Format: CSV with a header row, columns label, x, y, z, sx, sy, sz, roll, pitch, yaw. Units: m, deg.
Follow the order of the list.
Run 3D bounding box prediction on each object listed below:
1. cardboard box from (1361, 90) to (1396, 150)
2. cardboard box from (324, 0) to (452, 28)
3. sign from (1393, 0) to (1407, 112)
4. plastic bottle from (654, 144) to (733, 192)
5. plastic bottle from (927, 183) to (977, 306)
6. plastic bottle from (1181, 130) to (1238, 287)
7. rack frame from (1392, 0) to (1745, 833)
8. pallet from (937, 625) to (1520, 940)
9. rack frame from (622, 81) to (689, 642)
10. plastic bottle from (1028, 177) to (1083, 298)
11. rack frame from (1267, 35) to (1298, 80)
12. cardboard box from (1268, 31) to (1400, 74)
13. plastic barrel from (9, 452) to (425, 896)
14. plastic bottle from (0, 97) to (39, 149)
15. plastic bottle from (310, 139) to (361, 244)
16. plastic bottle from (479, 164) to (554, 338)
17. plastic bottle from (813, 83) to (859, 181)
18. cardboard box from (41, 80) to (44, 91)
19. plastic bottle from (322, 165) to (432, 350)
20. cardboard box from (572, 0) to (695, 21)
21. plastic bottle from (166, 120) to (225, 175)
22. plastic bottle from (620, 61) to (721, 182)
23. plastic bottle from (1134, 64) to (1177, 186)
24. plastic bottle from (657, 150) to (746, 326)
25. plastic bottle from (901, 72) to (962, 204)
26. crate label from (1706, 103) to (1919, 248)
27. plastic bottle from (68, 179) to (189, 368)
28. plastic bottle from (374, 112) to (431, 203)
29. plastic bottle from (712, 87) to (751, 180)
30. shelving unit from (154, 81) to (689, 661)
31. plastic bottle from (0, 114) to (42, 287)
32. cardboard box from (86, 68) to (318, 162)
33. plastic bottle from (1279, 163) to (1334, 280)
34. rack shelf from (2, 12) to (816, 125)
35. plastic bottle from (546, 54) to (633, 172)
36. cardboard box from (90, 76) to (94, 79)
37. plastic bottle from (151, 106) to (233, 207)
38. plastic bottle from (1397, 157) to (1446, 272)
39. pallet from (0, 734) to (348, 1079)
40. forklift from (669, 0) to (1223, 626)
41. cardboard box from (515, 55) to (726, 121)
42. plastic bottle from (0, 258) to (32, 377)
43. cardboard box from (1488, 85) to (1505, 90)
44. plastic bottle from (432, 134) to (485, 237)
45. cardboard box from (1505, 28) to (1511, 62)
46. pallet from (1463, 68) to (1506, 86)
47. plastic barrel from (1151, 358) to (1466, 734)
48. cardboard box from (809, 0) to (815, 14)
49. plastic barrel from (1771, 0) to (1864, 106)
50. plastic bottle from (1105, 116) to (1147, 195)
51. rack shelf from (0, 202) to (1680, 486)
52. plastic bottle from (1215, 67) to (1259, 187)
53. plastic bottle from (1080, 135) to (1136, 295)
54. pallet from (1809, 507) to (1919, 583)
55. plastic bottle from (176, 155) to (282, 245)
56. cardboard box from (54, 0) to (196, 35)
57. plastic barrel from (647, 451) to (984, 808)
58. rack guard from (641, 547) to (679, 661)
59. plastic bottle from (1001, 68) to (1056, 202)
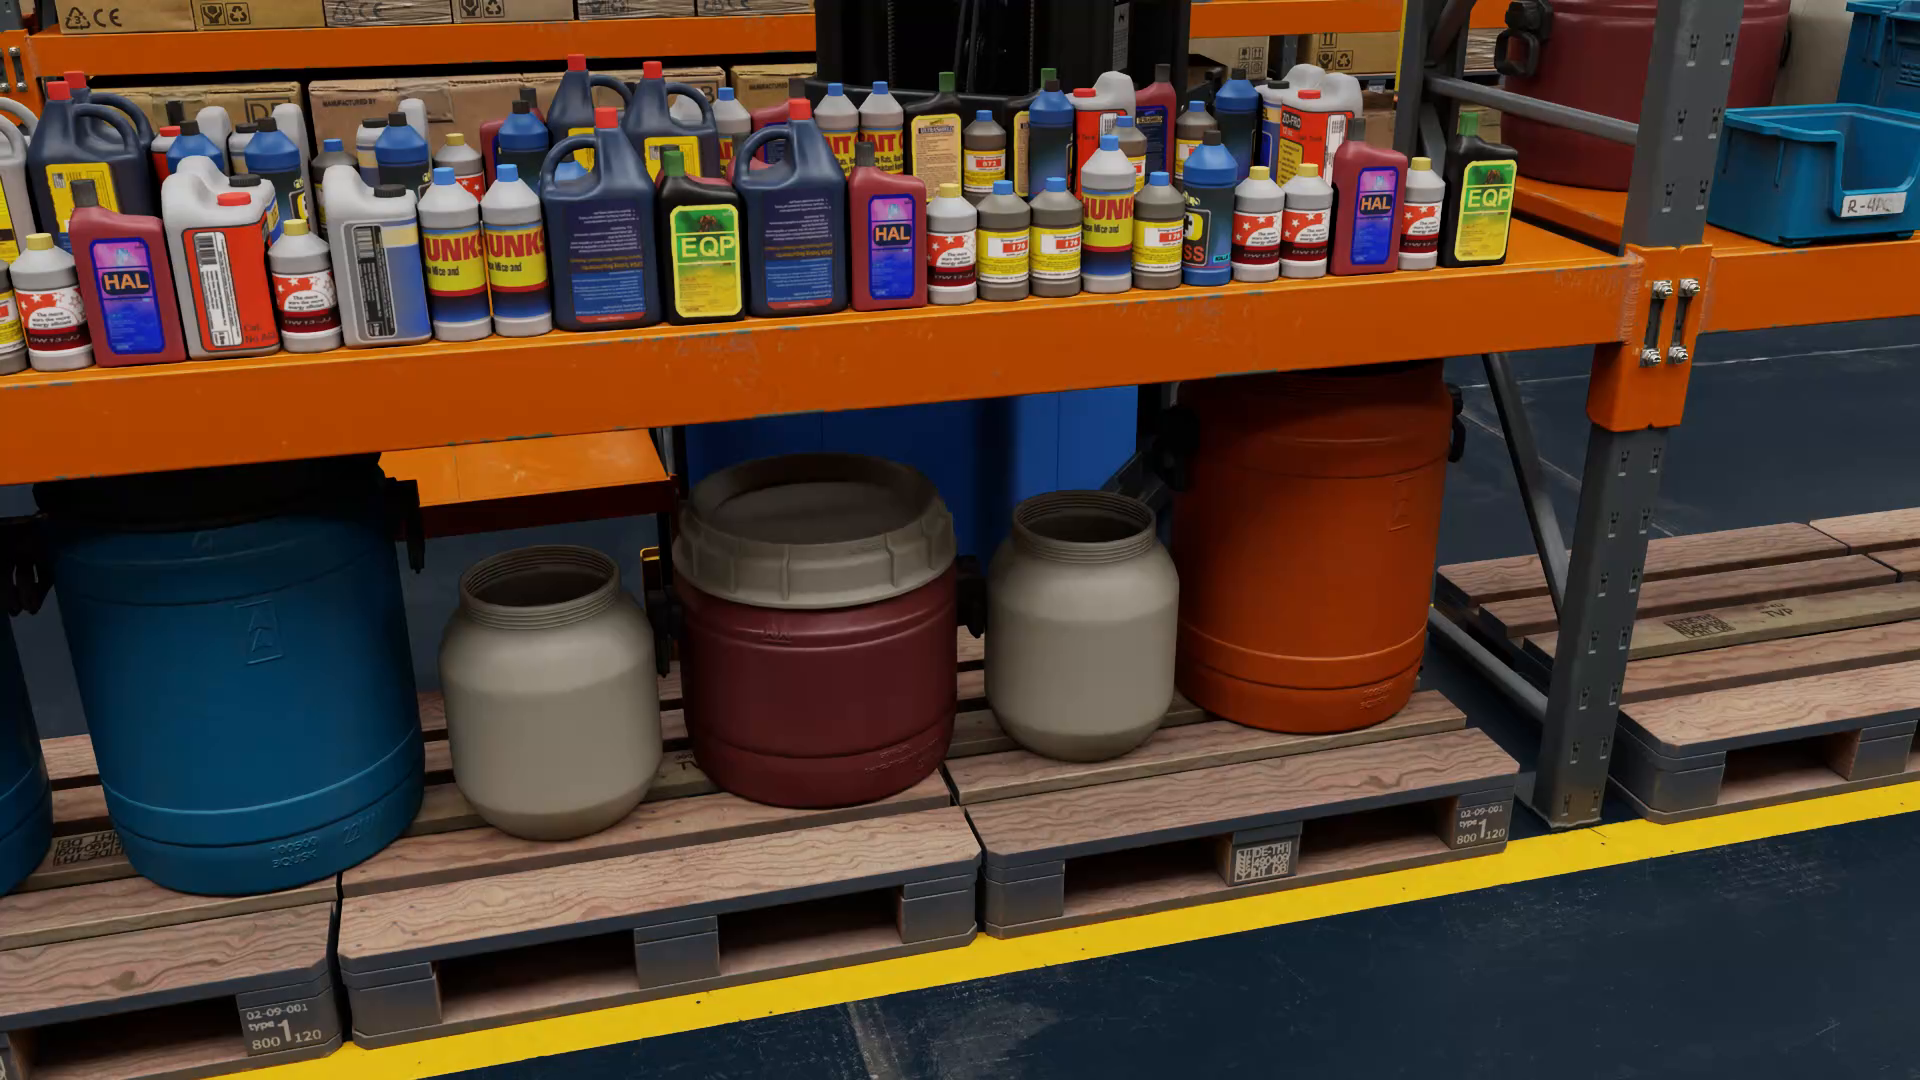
label,x,y,z,sx,sy,sz,roll,pitch,yaw
cardboard box,2.163,-2.118,8.995,0.500,0.500,0.700,-8,25,-19
cardboard box,-2.463,-2.480,7.100,0.500,0.500,0.500,-7,24,-16
sign,1.094,-1.202,4.040,0.005,0.325,0.100,-6,24,-14
plastic bottle,-0.448,-0.528,2.824,0.133,0.283,0.061,-6,24,-14
plastic bottle,-0.019,-0.520,2.910,0.097,0.201,0.097,0,23,0
plastic bottle,0.450,-0.604,3.017,0.097,0.271,0.097,0,23,0
rack frame,1.250,-0.919,3.587,0.127,3.000,1.000,-6,24,-14
pallet,0.502,0.462,3.905,1.213,0.211,1.003,-6,24,-14
rack frame,-0.733,-0.332,4.121,0.032,1.500,0.500,-7,24,-16
plastic bottle,0.169,-0.541,2.958,0.097,0.201,0.097,0,23,0
rack frame,2.521,-5.119,13.377,0.127,3.000,1.000,-6,24,-14
cardboard box,3.145,-4.376,13.807,0.875,0.875,0.875,-6,24,-14
plastic barrel,-1.391,0.152,3.221,0.708,0.901,0.600,-6,24,-14
plastic bottle,-1.805,-0.692,3.122,0.185,0.351,0.144,-6,24,-14
plastic bottle,-1.238,-0.696,3.320,0.097,0.201,0.097,0,23,0
plastic bottle,-0.725,-0.474,2.714,0.097,0.271,0.097,0,23,0
plastic bottle,-0.263,-0.836,3.557,0.097,0.271,0.097,0,23,0
cardboard box,-6.178,-3.074,11.316,0.250,0.149,0.380,-6,24,-14
plastic bottle,-0.938,-0.464,2.684,0.135,0.276,0.152,-6,24,-14
cardboard box,-1.477,-2.591,7.358,0.500,0.500,0.500,-7,24,-16
plastic bottle,-1.420,-0.646,3.114,0.097,0.271,0.097,0,23,0
plastic bottle,-0.574,-0.766,3.294,0.185,0.351,0.144,-6,24,-14
plastic bottle,0.417,-0.924,3.748,0.133,0.283,0.061,-6,24,-14
plastic bottle,-0.431,-0.505,2.770,0.133,0.283,0.061,-6,24,-14
plastic bottle,-0.063,-0.871,3.624,0.133,0.283,0.061,-6,24,-14
crate label,1.757,-0.745,3.393,0.416,0.233,0.303,-6,24,-14
plastic bottle,-1.278,-0.411,2.552,0.133,0.283,0.061,-6,24,-14
plastic bottle,-1.068,-0.685,3.205,0.097,0.271,0.097,0,23,0
plastic bottle,-0.485,-0.811,3.500,0.097,0.271,0.097,0,23,0
shelving unit,-1.227,-0.271,3.979,1.083,1.500,0.587,-7,24,-16
plastic bottle,-1.766,-0.638,2.994,0.185,0.351,0.144,-6,24,-14
cardboard box,-3.329,-1.666,7.490,0.875,0.875,1.225,-6,24,-14
plastic bottle,0.637,-0.593,3.079,0.097,0.201,0.097,0,23,0
rack shelf,-2.014,-2.256,7.615,4.000,0.370,1.077,-6,24,-14
plastic bottle,-0.744,-0.810,3.395,0.185,0.351,0.144,-6,24,-14
cardboard box,-5.927,-3.215,11.267,0.250,0.149,0.380,-7,24,-15
plastic bottle,-1.472,-0.693,3.219,0.135,0.276,0.152,-6,24,-14
plastic bottle,0.860,-0.617,3.136,0.097,0.201,0.097,0,23,0
pallet,-1.847,0.722,3.299,1.213,0.211,1.003,-6,24,-14
forklift,0.249,-1.572,5.196,1.130,2.935,3.031,10,25,22
cardboard box,-1.619,-1.858,7.939,0.875,0.875,1.225,-6,24,-14
plastic bottle,-1.488,-0.358,2.531,0.097,0.201,0.097,0,23,0
cardboard box,3.166,-2.222,9.236,0.500,0.500,0.700,-8,25,-18
plastic bottle,-1.015,-0.721,3.377,0.097,0.201,0.097,0,23,0
cardboard box,4.890,-4.570,14.259,0.875,0.875,0.875,-7,24,-15
pallet,4.451,-4.020,14.352,1.213,0.211,1.003,-6,24,-14
plastic barrel,0.783,-0.056,3.796,0.708,0.830,0.600,-6,24,-14
cardboard box,-0.496,-2.699,7.608,0.500,0.500,0.500,-6,24,-13
plastic barrel,2.183,-1.161,4.010,0.421,0.512,0.421,0,23,0
plastic bottle,0.352,-0.810,3.585,0.097,0.201,0.097,0,23,0
rack shelf,-0.676,-0.375,3.233,4.000,0.370,1.077,-6,24,-14
plastic bottle,0.627,-0.934,3.787,0.097,0.271,0.097,0,23,0
plastic bottle,0.262,-0.583,2.969,0.097,0.271,0.097,0,23,0
pallet,3.179,0.166,4.595,1.213,0.211,1.003,-6,24,-14
plastic bottle,-1.203,-0.497,2.761,0.135,0.276,0.152,-6,24,-14
cardboard box,-3.429,-2.373,6.850,0.500,0.500,0.500,-6,24,-14
plastic barrel,-0.304,0.175,3.563,0.708,0.588,0.600,-6,24,-14
rack guard,-0.751,0.245,4.362,0.087,0.250,0.587,-7,24,-16
plastic bottle,0.159,-0.896,3.681,0.133,0.283,0.061,-6,24,-14
